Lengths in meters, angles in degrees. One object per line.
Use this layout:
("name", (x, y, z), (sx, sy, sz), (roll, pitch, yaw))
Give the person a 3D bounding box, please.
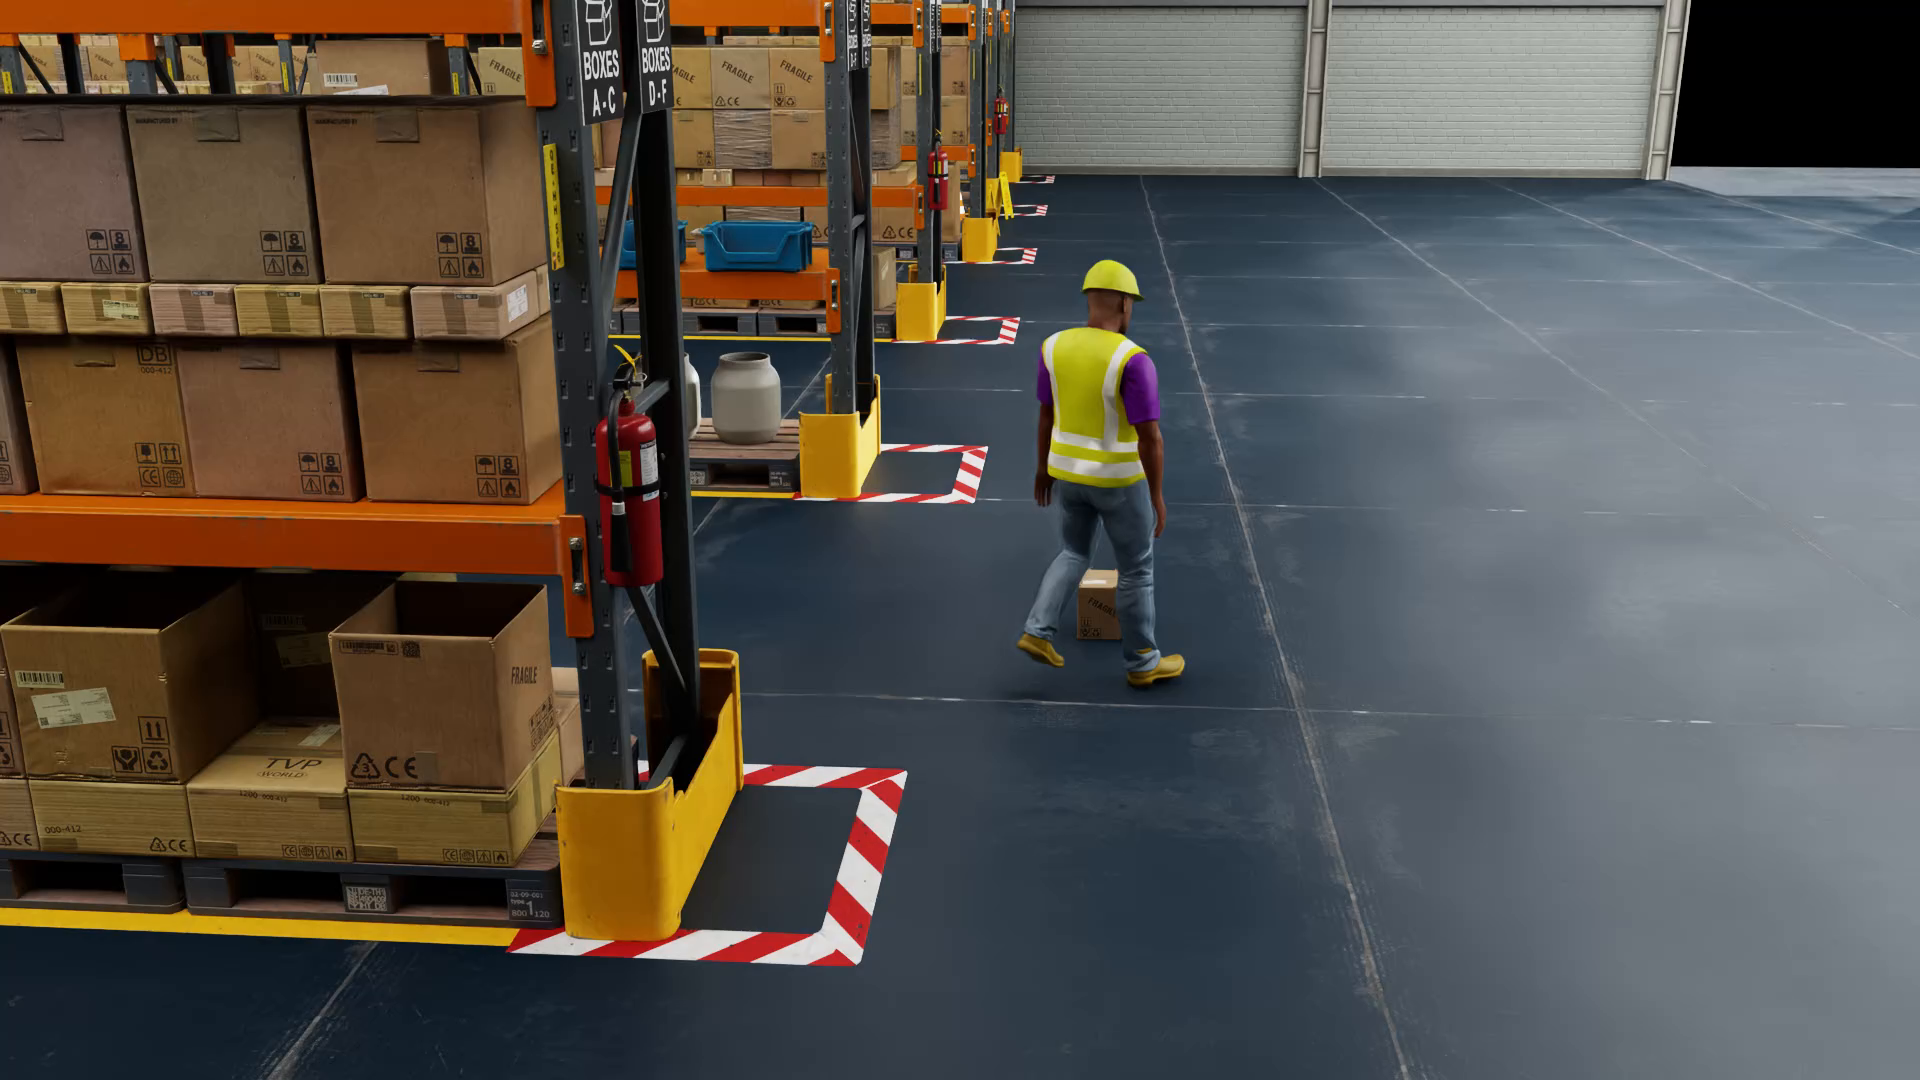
("person", (0.582, -0.255, 6.784), (0.655, 1.761, 0.638), (13, 22, 36))
